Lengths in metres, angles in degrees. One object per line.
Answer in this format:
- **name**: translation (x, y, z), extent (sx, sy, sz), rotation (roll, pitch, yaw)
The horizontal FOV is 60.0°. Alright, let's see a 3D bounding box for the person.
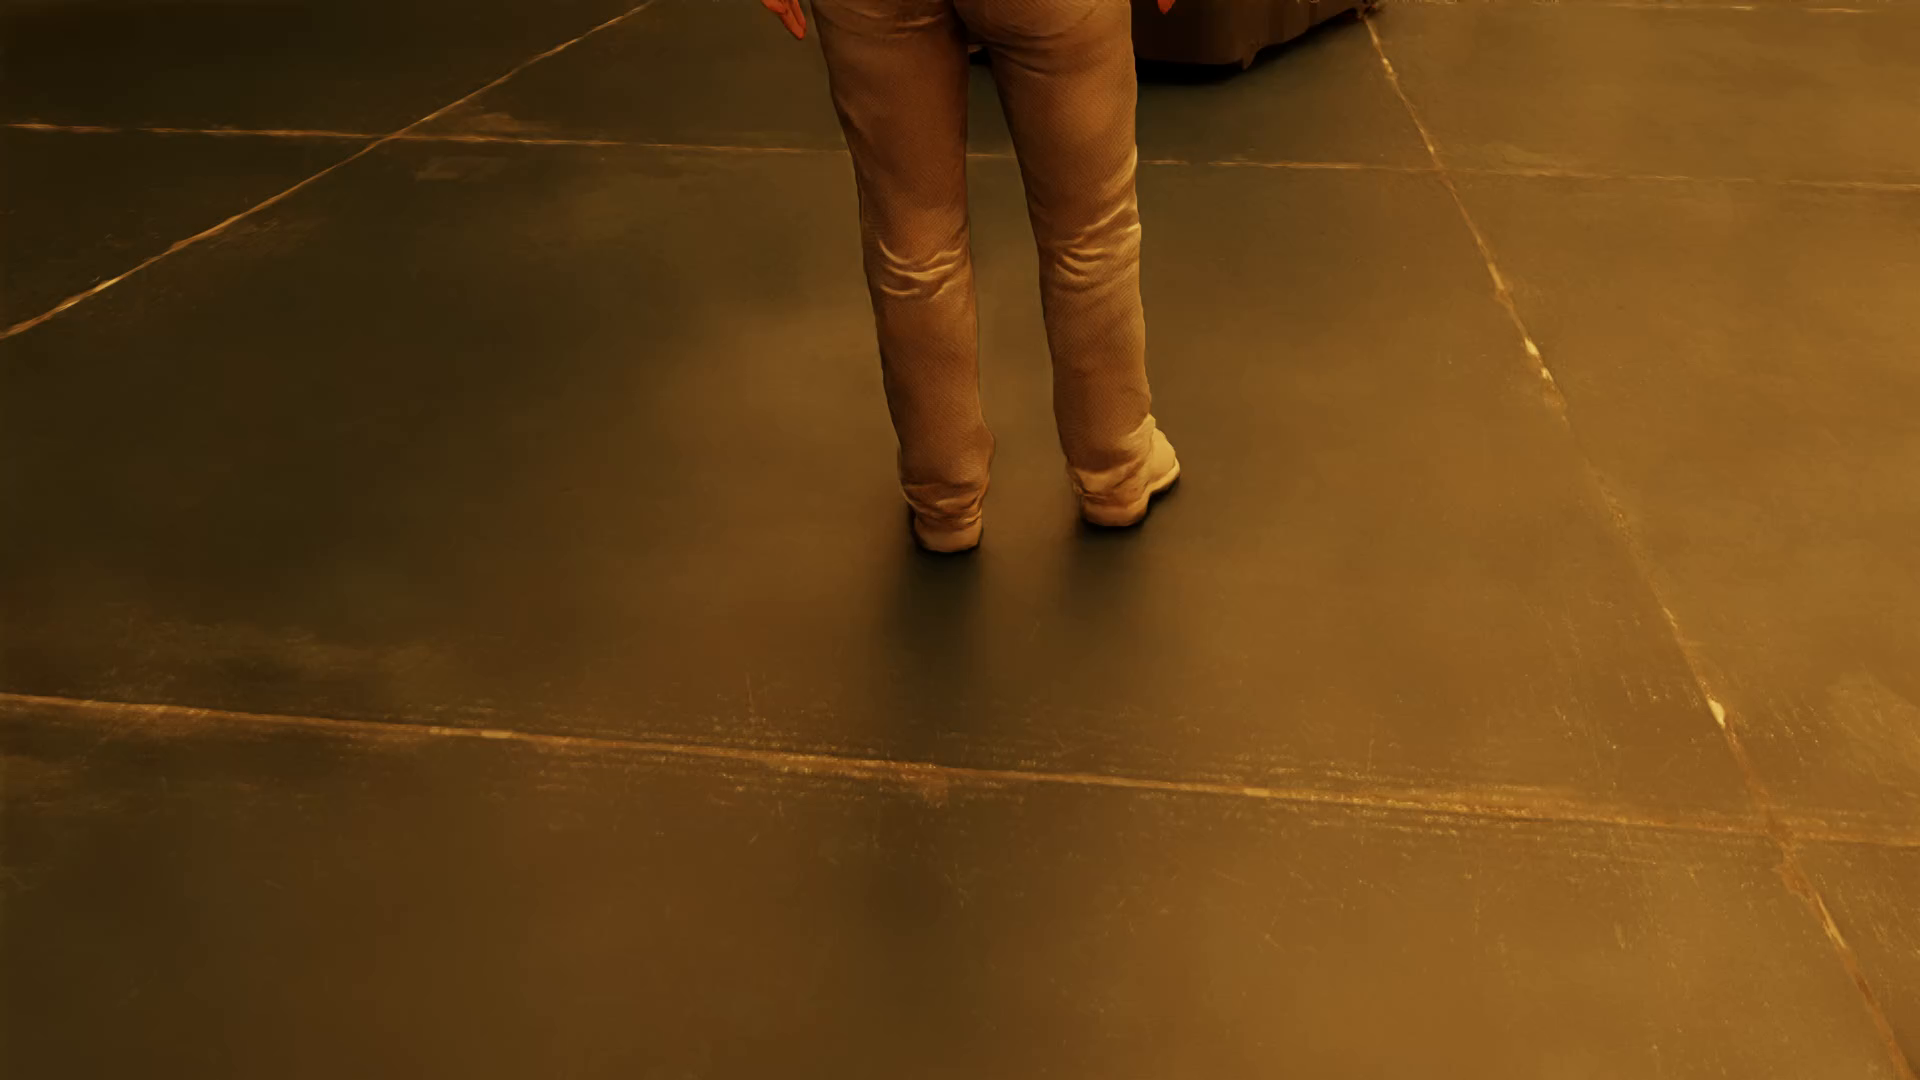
- **person**: translation (0.016, -0.827, 2.155), extent (0.632, 1.773, 0.567), rotation (3, 27, 7)

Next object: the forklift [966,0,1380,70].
- **forklift**: translation (1.103, -3.501, 6.235), extent (1.130, 2.935, 3.031), rotation (13, 29, 24)
